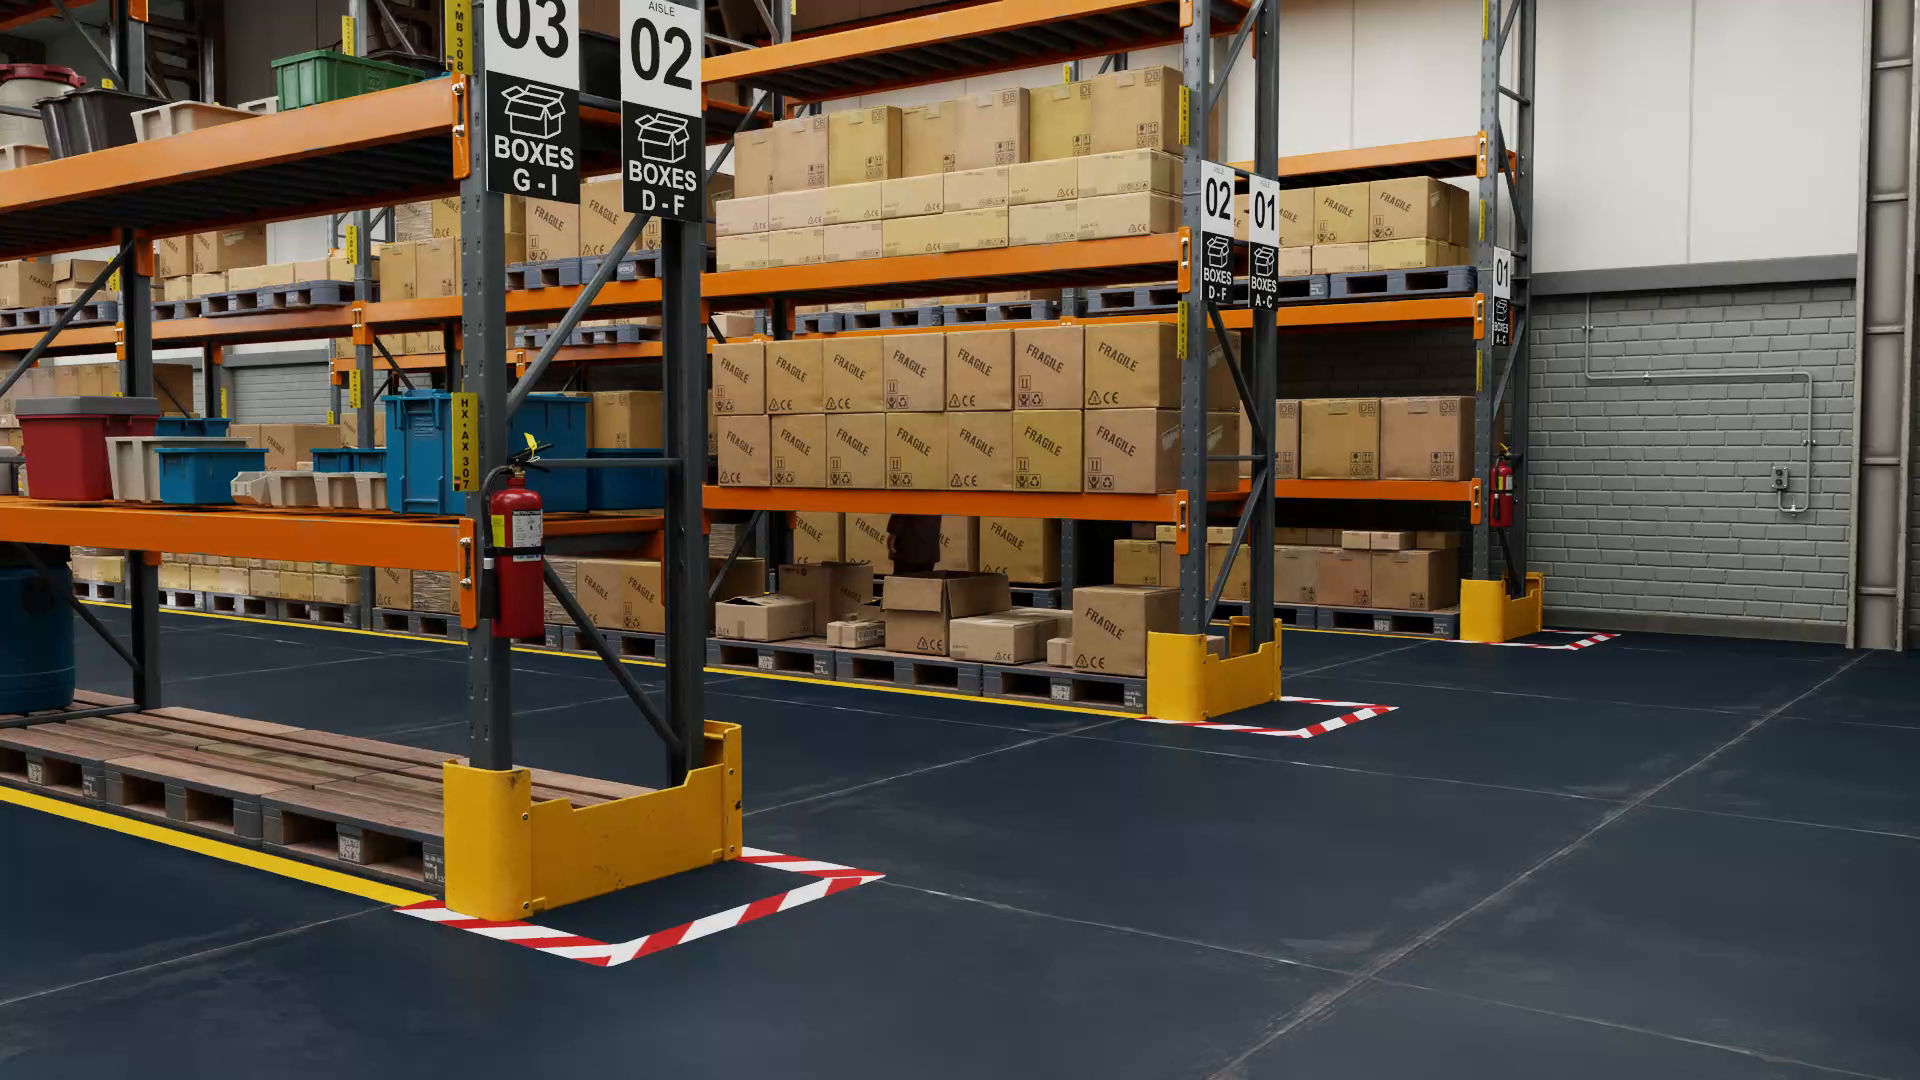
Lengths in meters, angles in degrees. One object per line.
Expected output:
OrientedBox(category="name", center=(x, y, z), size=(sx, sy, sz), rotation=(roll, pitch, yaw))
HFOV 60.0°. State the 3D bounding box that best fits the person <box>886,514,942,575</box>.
OrientedBox(category="person", center=(-0.366, -0.050, 13.326), size=(0.428, 1.774, 0.644), rotation=(2, 4, 33))
